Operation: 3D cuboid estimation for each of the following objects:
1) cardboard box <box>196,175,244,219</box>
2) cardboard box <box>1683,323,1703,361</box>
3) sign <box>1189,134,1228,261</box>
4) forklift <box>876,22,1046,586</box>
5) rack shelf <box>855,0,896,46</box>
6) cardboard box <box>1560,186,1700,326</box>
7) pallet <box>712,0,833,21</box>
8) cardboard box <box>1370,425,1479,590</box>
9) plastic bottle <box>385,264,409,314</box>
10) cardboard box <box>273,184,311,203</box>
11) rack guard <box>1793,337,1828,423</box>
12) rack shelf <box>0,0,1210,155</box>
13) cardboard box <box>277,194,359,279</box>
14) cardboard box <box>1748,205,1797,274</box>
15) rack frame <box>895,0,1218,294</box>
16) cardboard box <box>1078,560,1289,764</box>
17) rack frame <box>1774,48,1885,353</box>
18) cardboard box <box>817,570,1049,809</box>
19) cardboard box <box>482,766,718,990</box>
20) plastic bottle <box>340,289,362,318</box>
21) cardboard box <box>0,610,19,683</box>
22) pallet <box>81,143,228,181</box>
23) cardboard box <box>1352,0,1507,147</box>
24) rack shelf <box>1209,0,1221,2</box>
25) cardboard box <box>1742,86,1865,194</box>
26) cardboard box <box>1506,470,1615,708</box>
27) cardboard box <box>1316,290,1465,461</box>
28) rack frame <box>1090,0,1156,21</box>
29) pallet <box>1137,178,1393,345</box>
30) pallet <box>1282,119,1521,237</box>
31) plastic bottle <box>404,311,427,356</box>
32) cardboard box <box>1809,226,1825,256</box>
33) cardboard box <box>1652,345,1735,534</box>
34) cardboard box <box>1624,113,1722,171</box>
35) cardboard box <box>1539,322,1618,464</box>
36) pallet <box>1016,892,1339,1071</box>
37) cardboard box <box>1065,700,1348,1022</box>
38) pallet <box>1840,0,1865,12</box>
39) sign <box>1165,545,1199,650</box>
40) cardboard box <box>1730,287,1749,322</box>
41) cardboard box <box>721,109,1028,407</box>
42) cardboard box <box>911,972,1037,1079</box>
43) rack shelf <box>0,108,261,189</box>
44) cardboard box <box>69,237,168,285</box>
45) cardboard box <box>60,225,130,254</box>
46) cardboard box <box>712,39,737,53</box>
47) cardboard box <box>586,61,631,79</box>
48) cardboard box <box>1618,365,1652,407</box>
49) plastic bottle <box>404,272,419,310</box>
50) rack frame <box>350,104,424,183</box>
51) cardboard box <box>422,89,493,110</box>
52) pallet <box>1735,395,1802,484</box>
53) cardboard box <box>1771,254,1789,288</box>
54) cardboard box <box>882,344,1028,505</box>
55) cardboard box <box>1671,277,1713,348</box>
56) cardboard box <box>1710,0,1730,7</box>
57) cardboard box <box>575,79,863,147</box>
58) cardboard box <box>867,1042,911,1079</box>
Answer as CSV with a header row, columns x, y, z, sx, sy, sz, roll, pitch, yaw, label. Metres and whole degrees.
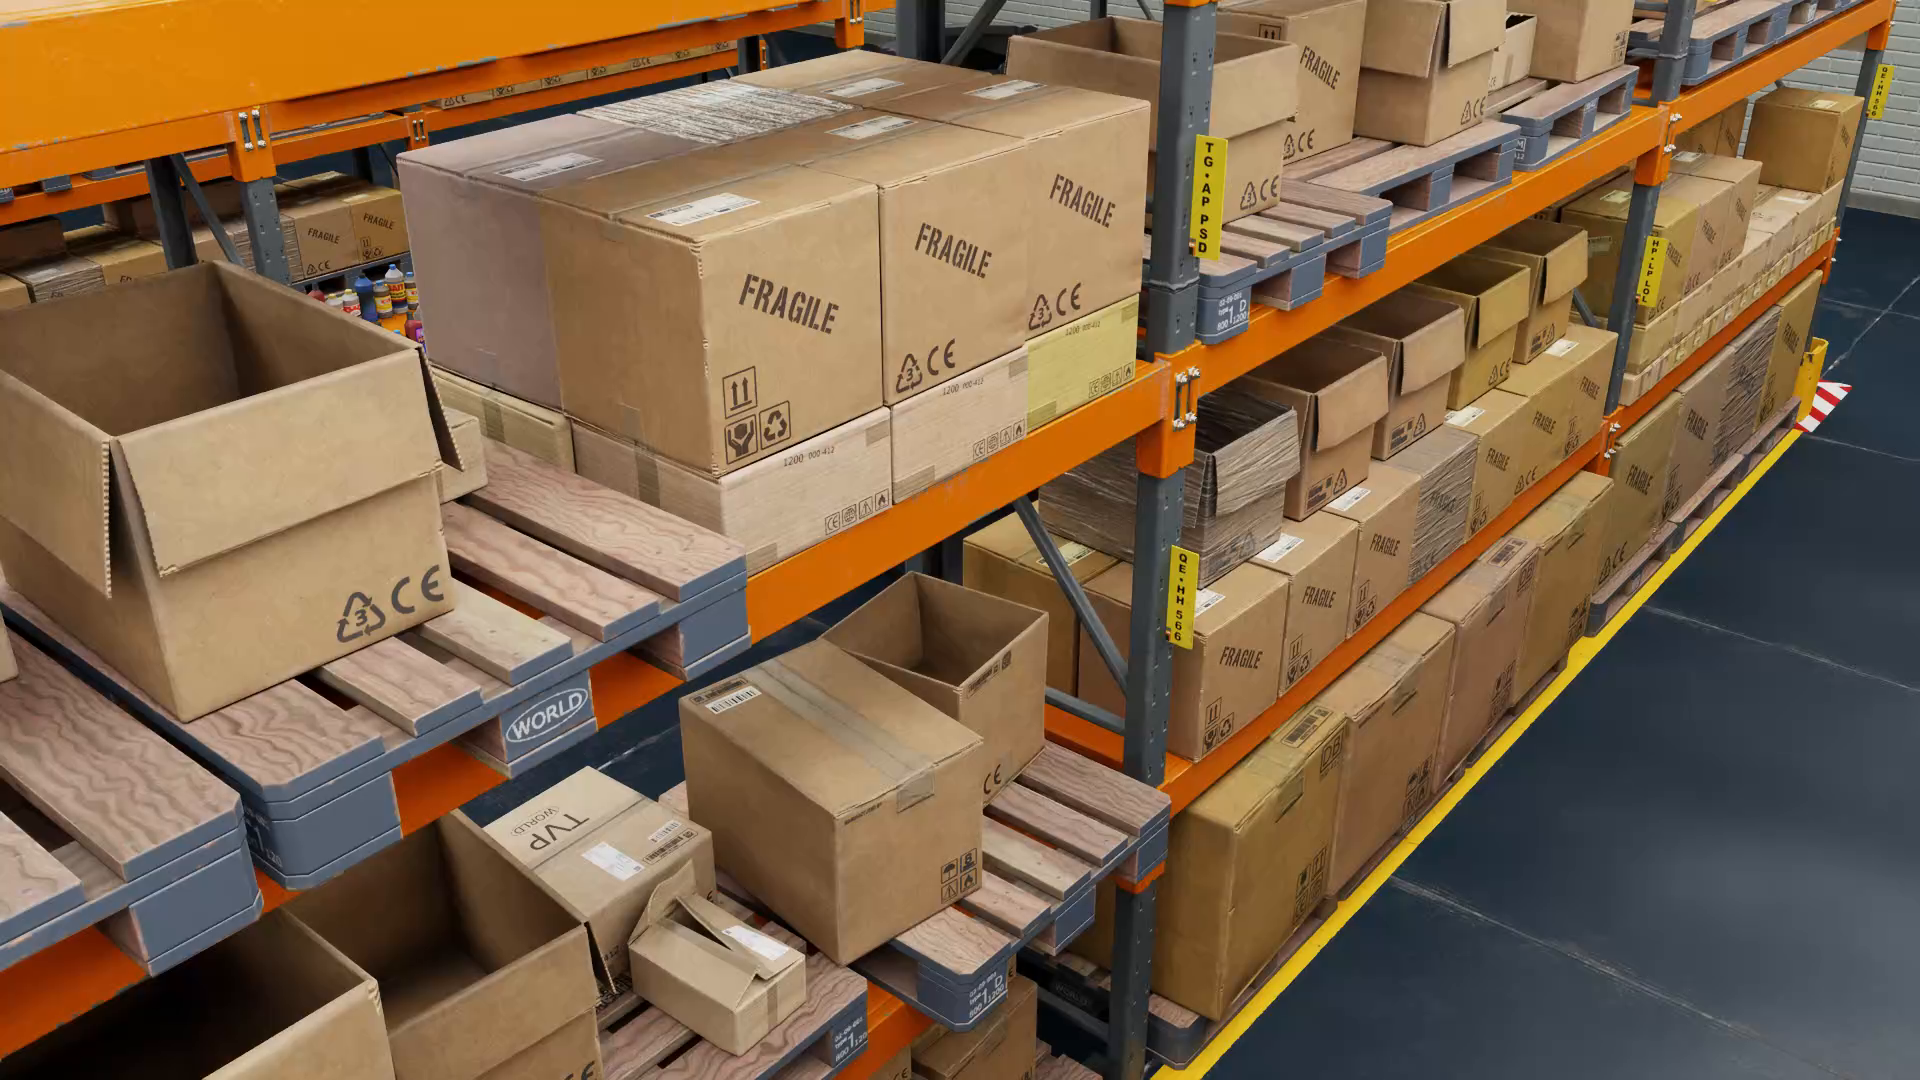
x,y,z,sx,sy,sz,roll,pitch,yaw,label
-5.993,-2.781,13.287,0.500,0.250,0.500,21,34,35,cardboard box
3.726,-1.098,8.881,0.380,0.149,0.250,20,33,33,cardboard box
0.654,-0.905,4.409,0.100,0.325,0.005,21,34,34,sign
0.231,-1.036,8.562,1.130,2.935,3.031,-10,29,-19,forklift
0.231,-4.090,11.911,1.077,0.370,4.000,21,34,34,rack shelf
3.283,-1.415,8.244,0.500,0.500,0.500,21,34,34,cardboard box
-1.464,-3.311,9.826,1.213,0.211,1.003,21,34,34,pallet
1.725,-0.183,6.730,0.500,0.500,0.500,21,34,35,cardboard box
-3.175,-1.417,9.364,0.097,0.271,0.097,0,27,0,plastic bottle
-5.687,-2.610,13.773,0.500,0.500,0.500,21,34,35,cardboard box
5.340,-1.238,11.598,1.175,0.500,0.348,21,34,34,rack guard
-1.036,-0.961,3.033,1.077,0.370,4.000,21,34,34,rack shelf
-5.274,-2.471,13.504,0.500,0.500,0.500,21,34,35,cardboard box
4.575,-1.795,9.795,0.500,0.250,0.500,19,33,33,cardboard box
0.237,-2.167,4.146,1.000,3.000,0.127,21,34,34,rack frame
0.756,0.360,5.681,0.500,0.500,0.500,22,35,36,cardboard box
5.325,-2.339,11.007,1.000,3.000,0.127,21,34,34,rack frame
-0.076,0.469,5.012,0.500,0.500,0.500,16,31,28,cardboard box
-1.007,0.904,4.444,0.500,0.250,0.500,20,33,33,cardboard box
-3.361,-1.282,9.180,0.097,0.201,0.097,0,27,0,plastic bottle
-1.787,0.094,2.729,0.396,0.266,0.258,22,35,36,cardboard box
-6.172,-3.005,12.503,1.003,0.211,1.213,21,34,34,pallet
1.519,-1.798,6.127,0.797,0.503,0.637,20,34,34,cardboard box
1.509,-2.379,5.774,1.077,0.370,4.000,21,34,34,rack shelf
5.218,-2.488,10.319,0.500,0.500,0.500,21,34,35,cardboard box
2.389,0.069,8.208,1.225,0.875,0.875,21,34,35,cardboard box
1.552,-0.717,6.671,0.797,0.503,0.637,22,35,36,cardboard box
1.503,-3.787,13.805,1.000,3.000,0.127,21,34,34,rack frame
0.605,-0.995,5.350,1.213,0.211,1.003,23,35,37,pallet
1.314,-1.392,6.118,1.003,0.211,1.213,23,35,37,pallet
-2.816,-1.061,8.663,0.061,0.283,0.133,21,34,34,plastic bottle
5.189,-1.913,10.456,0.380,0.149,0.250,21,34,35,cardboard box
3.835,-0.694,9.682,0.875,0.875,0.875,21,34,34,cardboard box
4.169,-2.284,9.924,0.500,0.500,0.500,20,33,33,cardboard box
2.694,-0.720,7.768,0.500,0.500,0.500,21,34,35,cardboard box
0.796,1.478,6.663,1.003,0.211,1.213,21,34,34,pallet
0.692,1.016,6.377,1.225,0.875,0.875,19,33,32,cardboard box
4.861,-3.366,9.824,1.003,0.211,1.213,21,34,34,pallet
0.661,0.173,4.977,0.100,0.325,0.005,21,34,34,sign
4.216,-1.370,9.408,0.380,0.149,0.250,20,33,33,cardboard box
-0.192,-0.674,3.872,0.500,0.500,0.500,21,34,34,cardboard box
-0.174,1.655,5.527,0.700,0.500,0.500,19,33,32,cardboard box
-4.857,-1.254,6.428,1.077,0.370,4.000,21,34,34,rack shelf
-6.243,-1.926,12.450,0.500,0.500,0.500,20,34,34,cardboard box
-6.662,-2.068,12.725,0.500,0.500,0.500,19,33,33,cardboard box
-2.391,-5.042,16.123,0.500,0.500,0.500,22,35,36,cardboard box
-3.361,-4.503,15.081,0.500,0.500,0.500,20,34,34,cardboard box
3.226,-0.817,8.338,0.380,0.149,0.250,21,34,35,cardboard box
-3.113,-1.420,9.447,0.097,0.201,0.097,0,27,0,plastic bottle
-4.861,-3.818,13.865,1.000,3.000,0.127,21,34,34,rack frame
-4.326,-3.963,14.037,0.500,0.500,0.500,22,34,36,cardboard box
4.877,-0.794,11.056,1.003,0.211,1.213,21,34,34,pallet
4.704,-1.643,9.934,0.380,0.149,0.250,20,33,33,cardboard box
-0.182,-0.348,4.058,0.500,0.250,0.500,21,34,34,cardboard box
3.602,-1.251,8.744,0.500,0.250,0.500,21,34,34,cardboard box
3.578,-3.013,8.371,0.700,0.500,0.500,23,35,37,cardboard box
-0.586,-0.831,4.175,0.500,0.500,0.500,21,34,35,cardboard box
-0.496,1.516,4.980,0.500,0.250,0.500,-24,36,-38,cardboard box
